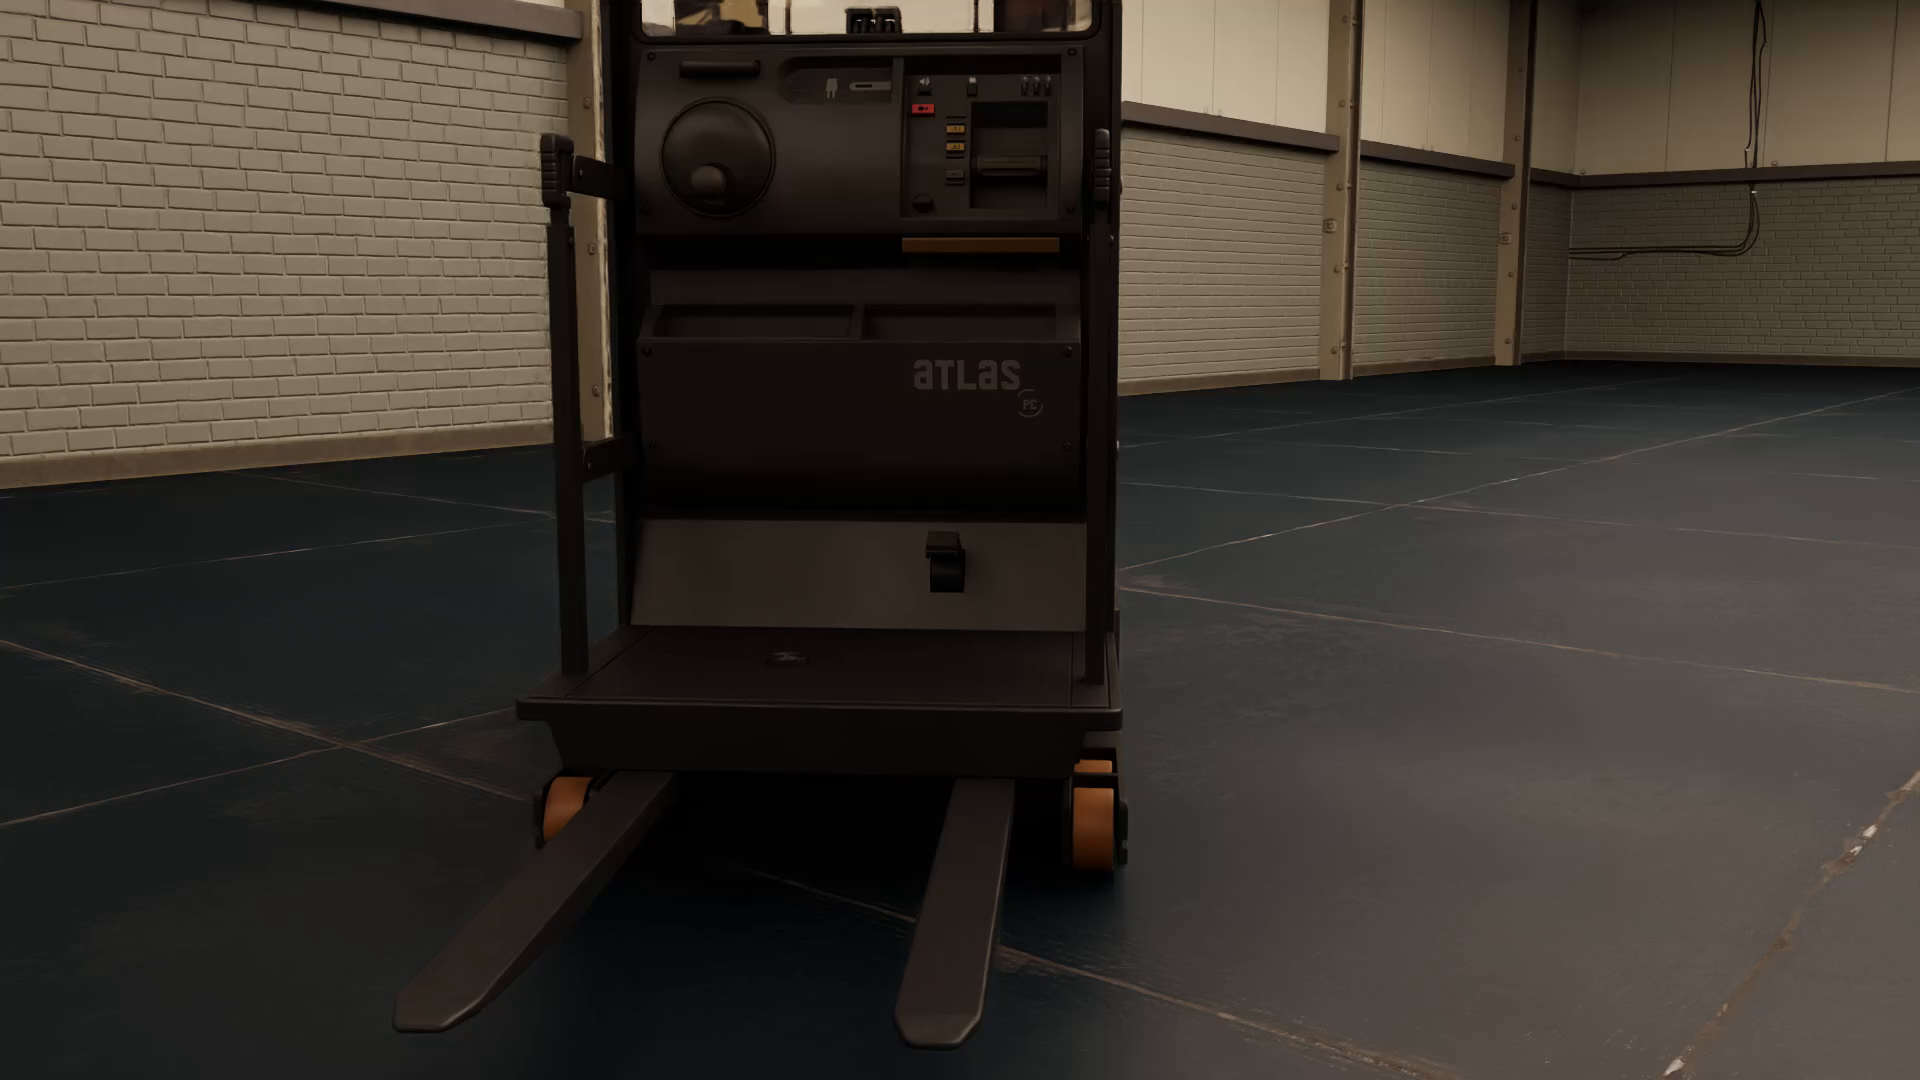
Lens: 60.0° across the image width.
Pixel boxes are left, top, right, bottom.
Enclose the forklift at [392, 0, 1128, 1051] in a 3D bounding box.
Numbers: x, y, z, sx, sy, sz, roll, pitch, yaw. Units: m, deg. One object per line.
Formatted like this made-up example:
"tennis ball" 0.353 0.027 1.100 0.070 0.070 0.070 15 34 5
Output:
"forklift" -0.224 -0.872 3.244 1.130 2.935 3.031 1 8 4
